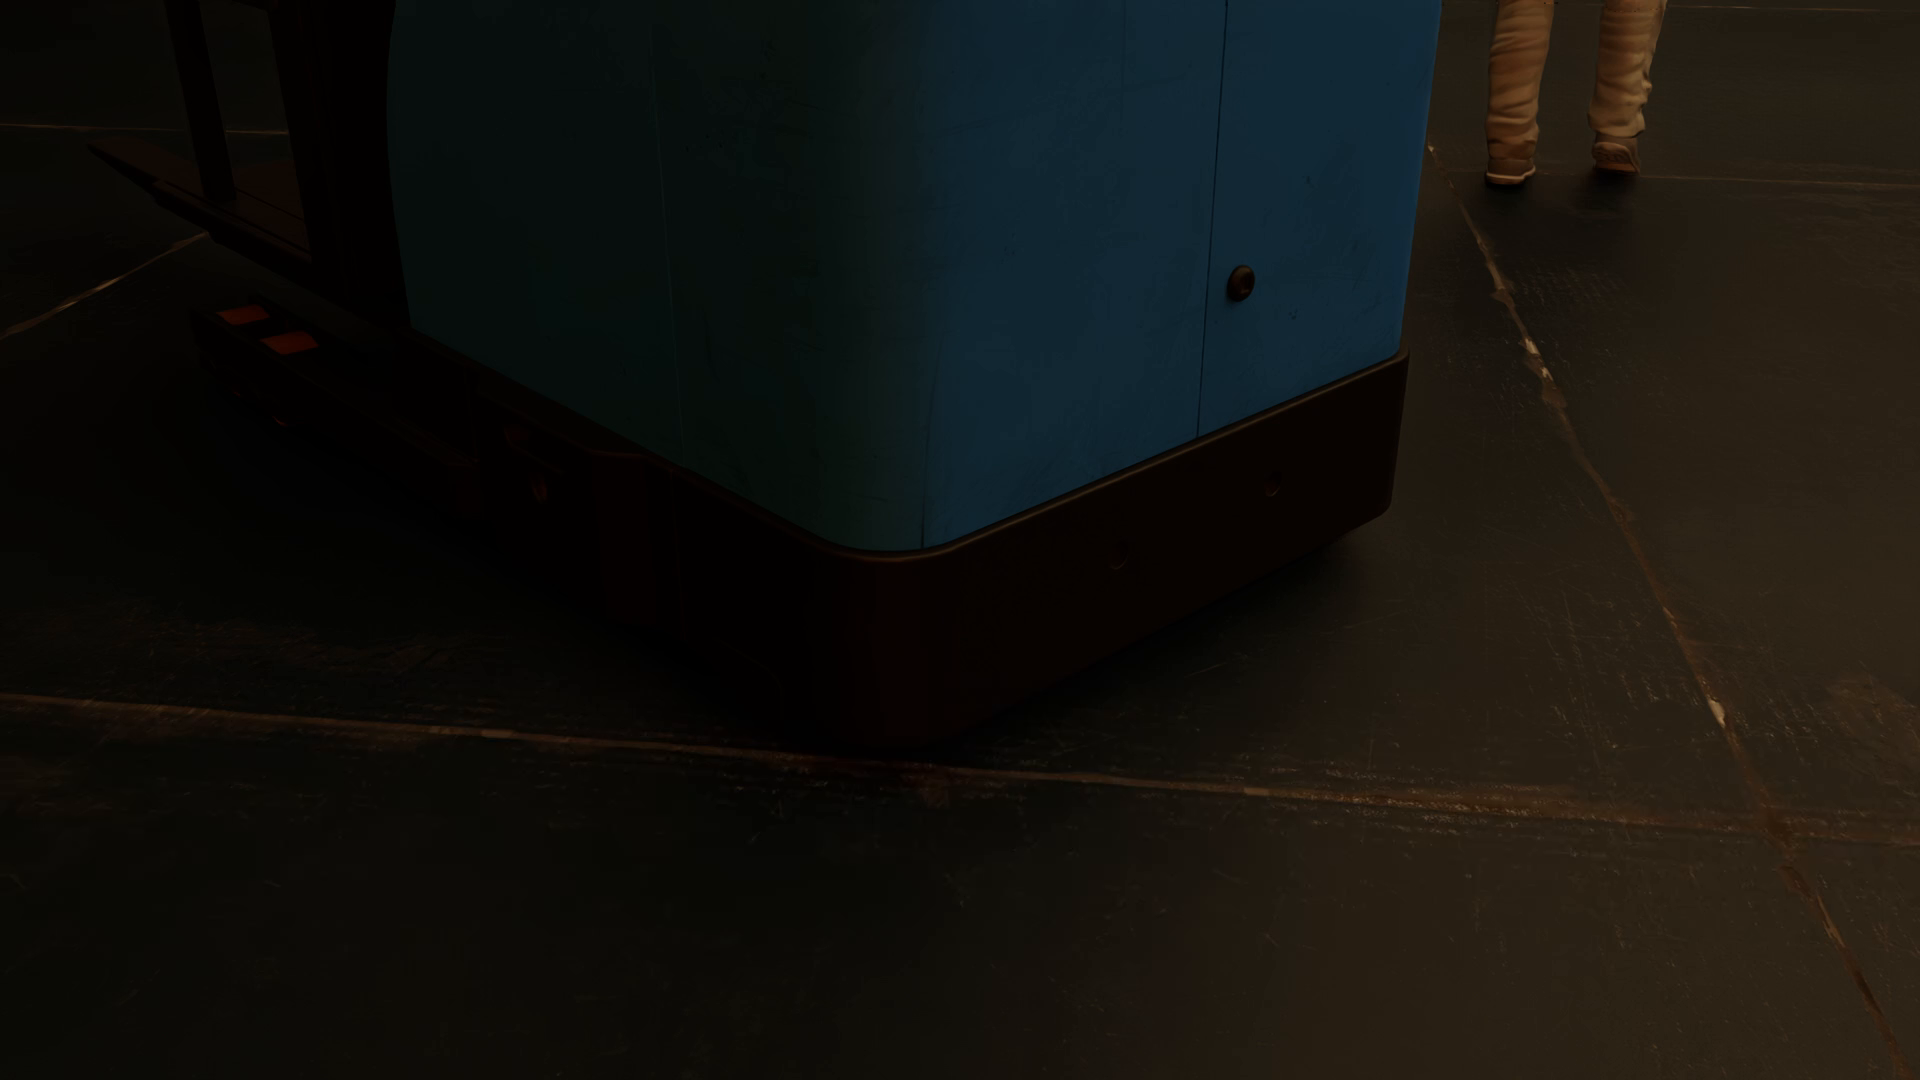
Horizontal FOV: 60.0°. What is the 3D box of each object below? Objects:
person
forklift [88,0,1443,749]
[{"bbox_3d":[1.572,-1.692,4.126,0.880,1.693,0.517,12,29,23],"label":"person"},{"bbox_3d":[-0.737,-1.645,2.514,1.130,2.935,3.031,-23,34,-38],"label":"forklift"}]
